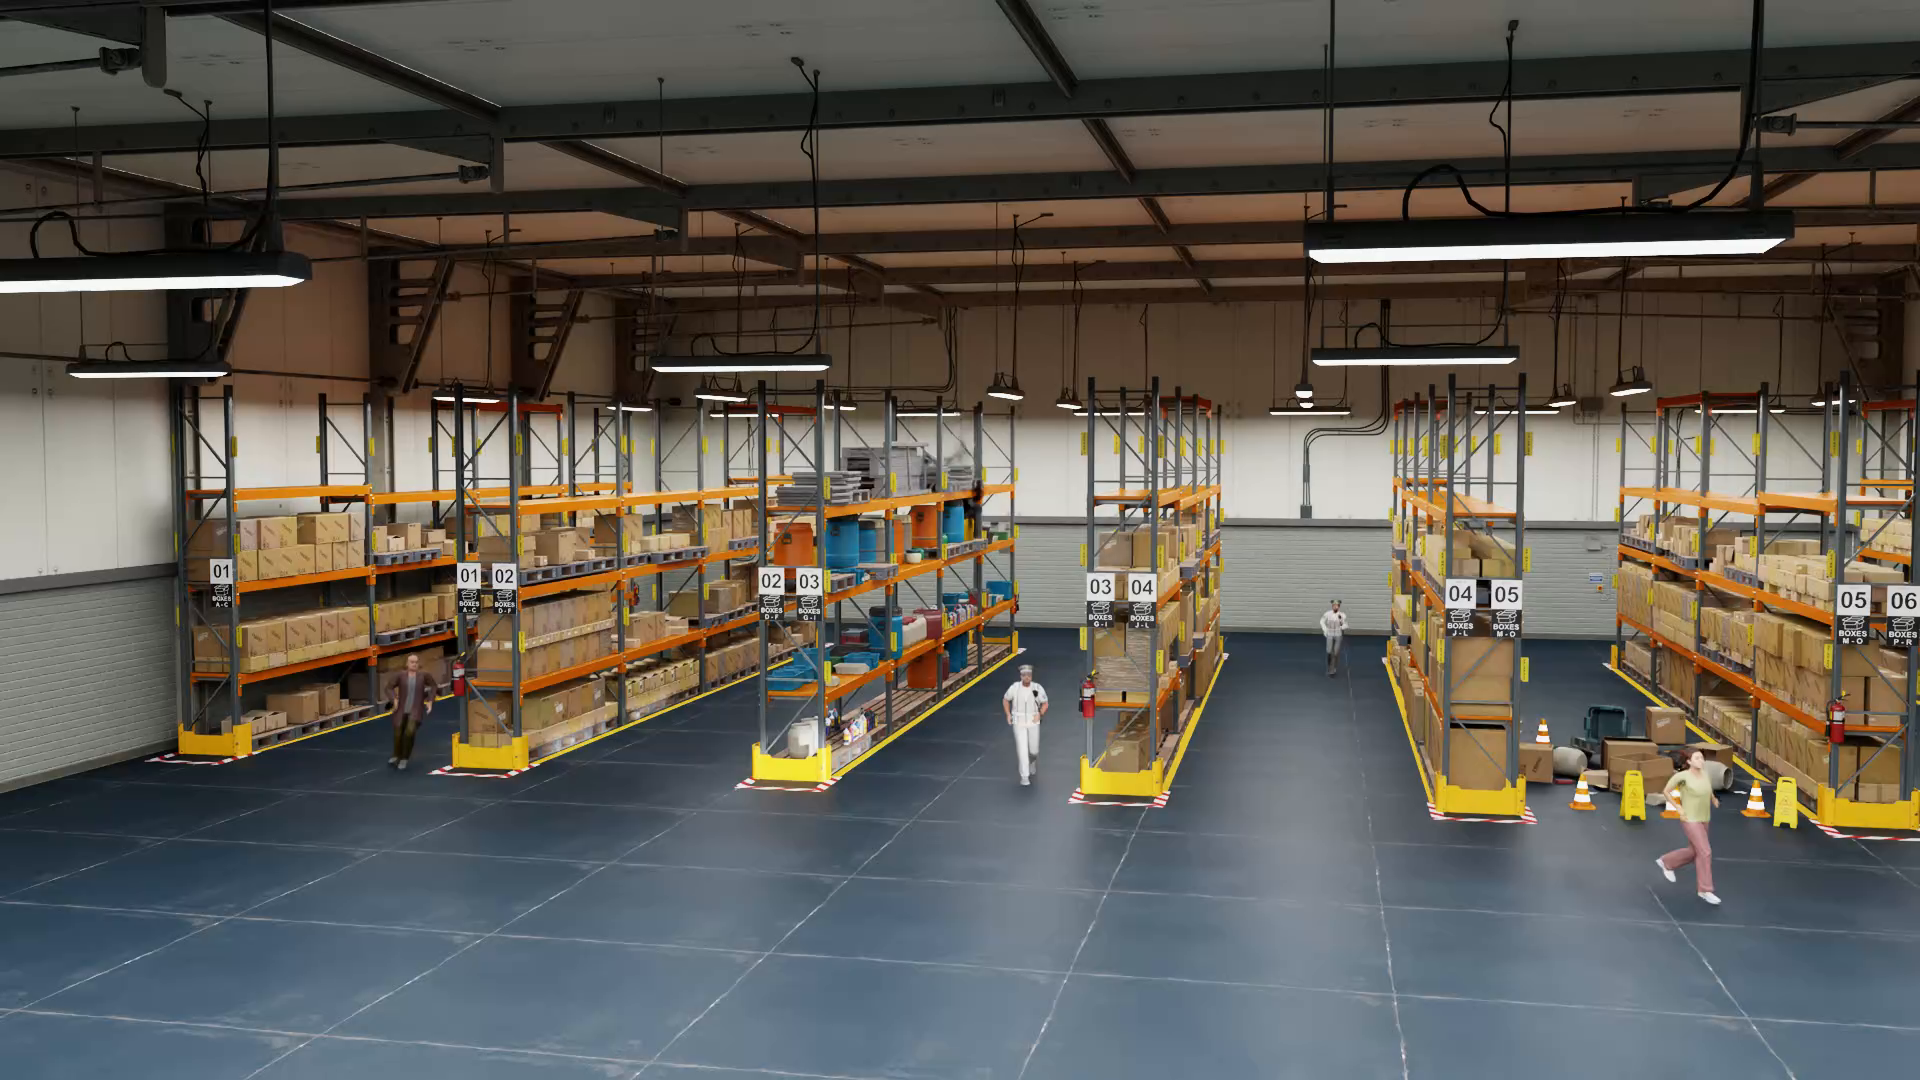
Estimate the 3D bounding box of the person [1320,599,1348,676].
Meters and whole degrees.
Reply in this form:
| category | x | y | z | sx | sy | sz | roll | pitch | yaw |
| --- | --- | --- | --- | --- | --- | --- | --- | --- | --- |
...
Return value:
| category | x | y | z | sx | sy | sz | roll | pitch | yaw |
| --- | --- | --- | --- | --- | --- | --- | --- | --- | --- |
| person | 8.179 | 2.132 | 36.350 | 0.589 | 1.704 | 0.672 | 1 | 3 | 11 |

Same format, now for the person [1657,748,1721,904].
| category | x | y | z | sx | sy | sz | roll | pitch | yaw |
| --- | --- | --- | --- | --- | --- | --- | --- | --- | --- |
| person | 8.165 | 3.137 | 18.550 | 0.569 | 1.673 | 0.851 | -1 | 4 | -24 |

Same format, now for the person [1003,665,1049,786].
| category | x | y | z | sx | sy | sz | roll | pitch | yaw |
| --- | --- | --- | --- | --- | --- | --- | --- | --- | --- |
| person | 0.982 | 2.727 | 24.854 | 0.684 | 1.764 | 0.790 | 0 | 3 | 0 |

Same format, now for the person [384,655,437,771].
| category | x | y | z | sx | sy | sz | roll | pitch | yaw |
| --- | --- | --- | --- | --- | --- | --- | --- | --- | --- |
| person | -8.586 | 2.689 | 25.986 | 0.771 | 1.788 | 0.729 | -1 | 3 | -12 |
